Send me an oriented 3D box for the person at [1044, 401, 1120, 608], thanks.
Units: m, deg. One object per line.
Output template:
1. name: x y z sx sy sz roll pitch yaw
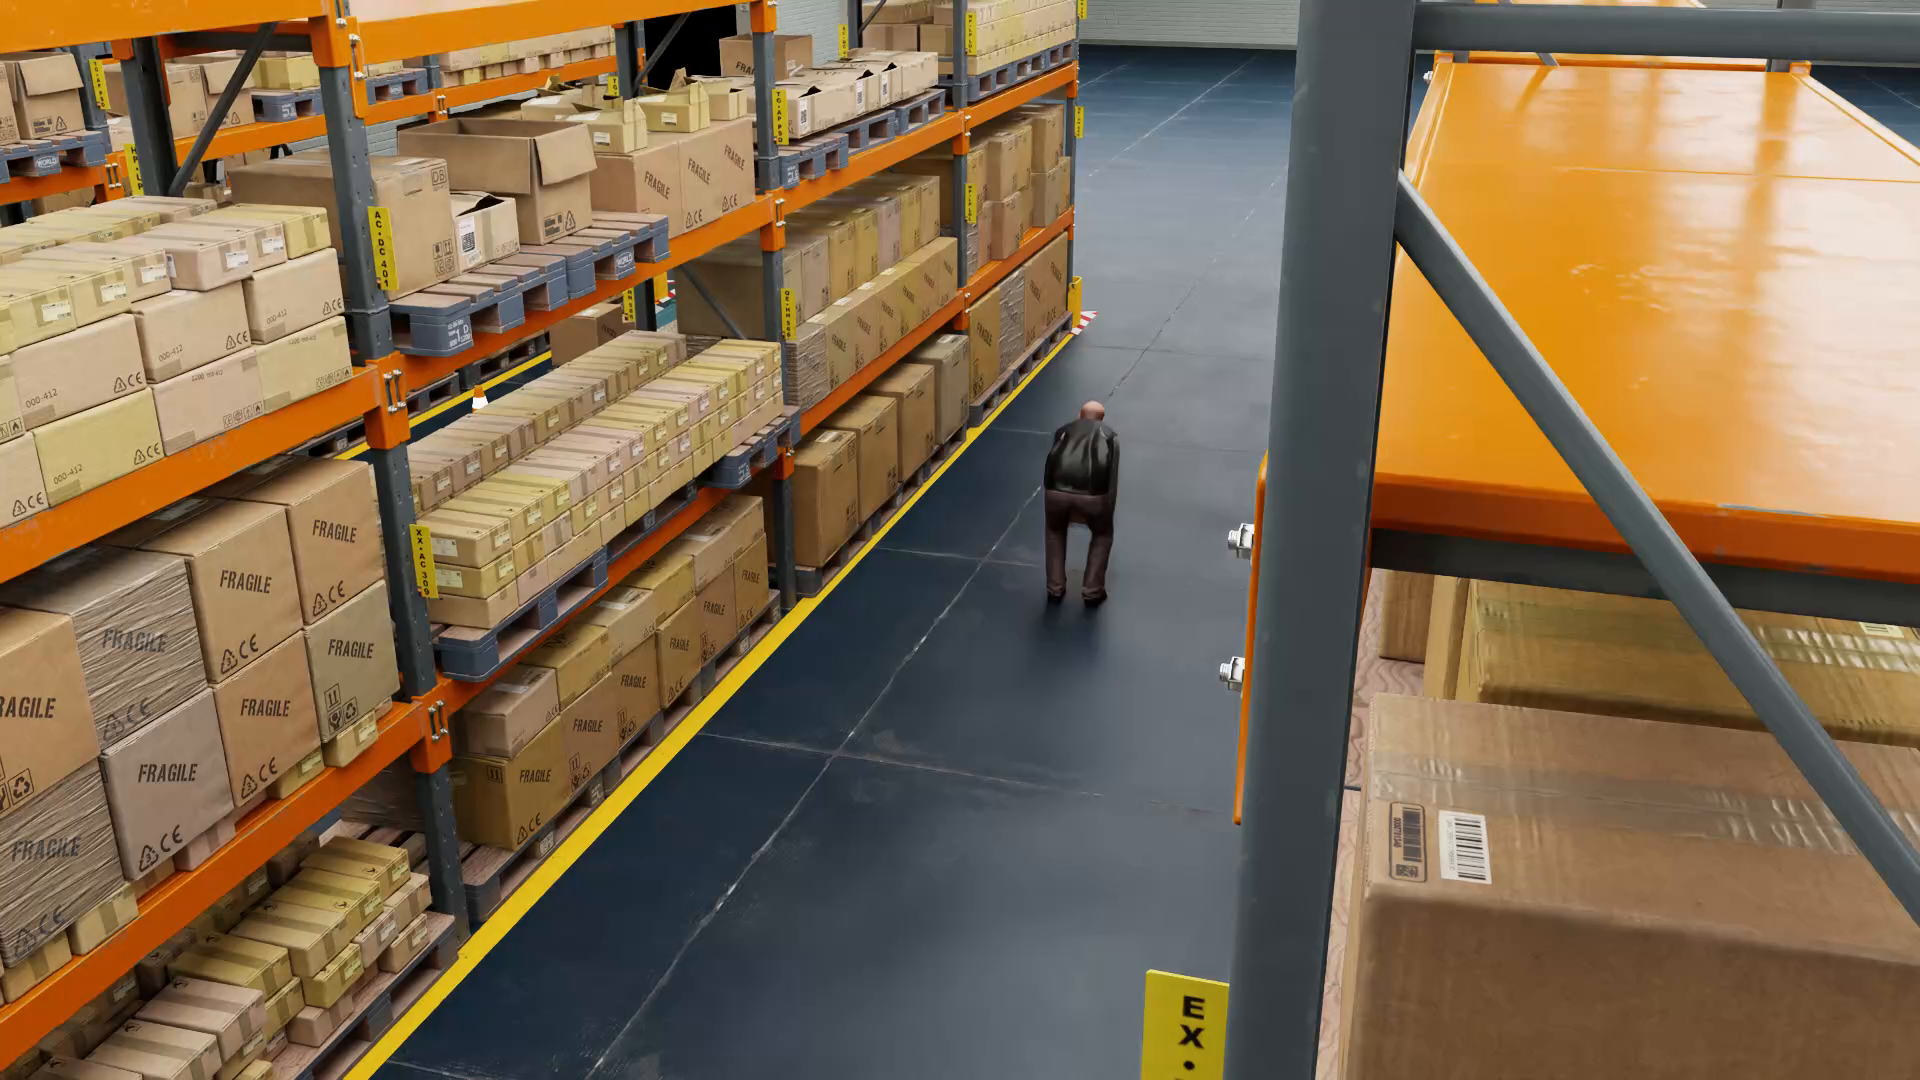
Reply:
1. person: 0.839 -0.246 11.381 0.480 1.245 0.918 6 22 14
